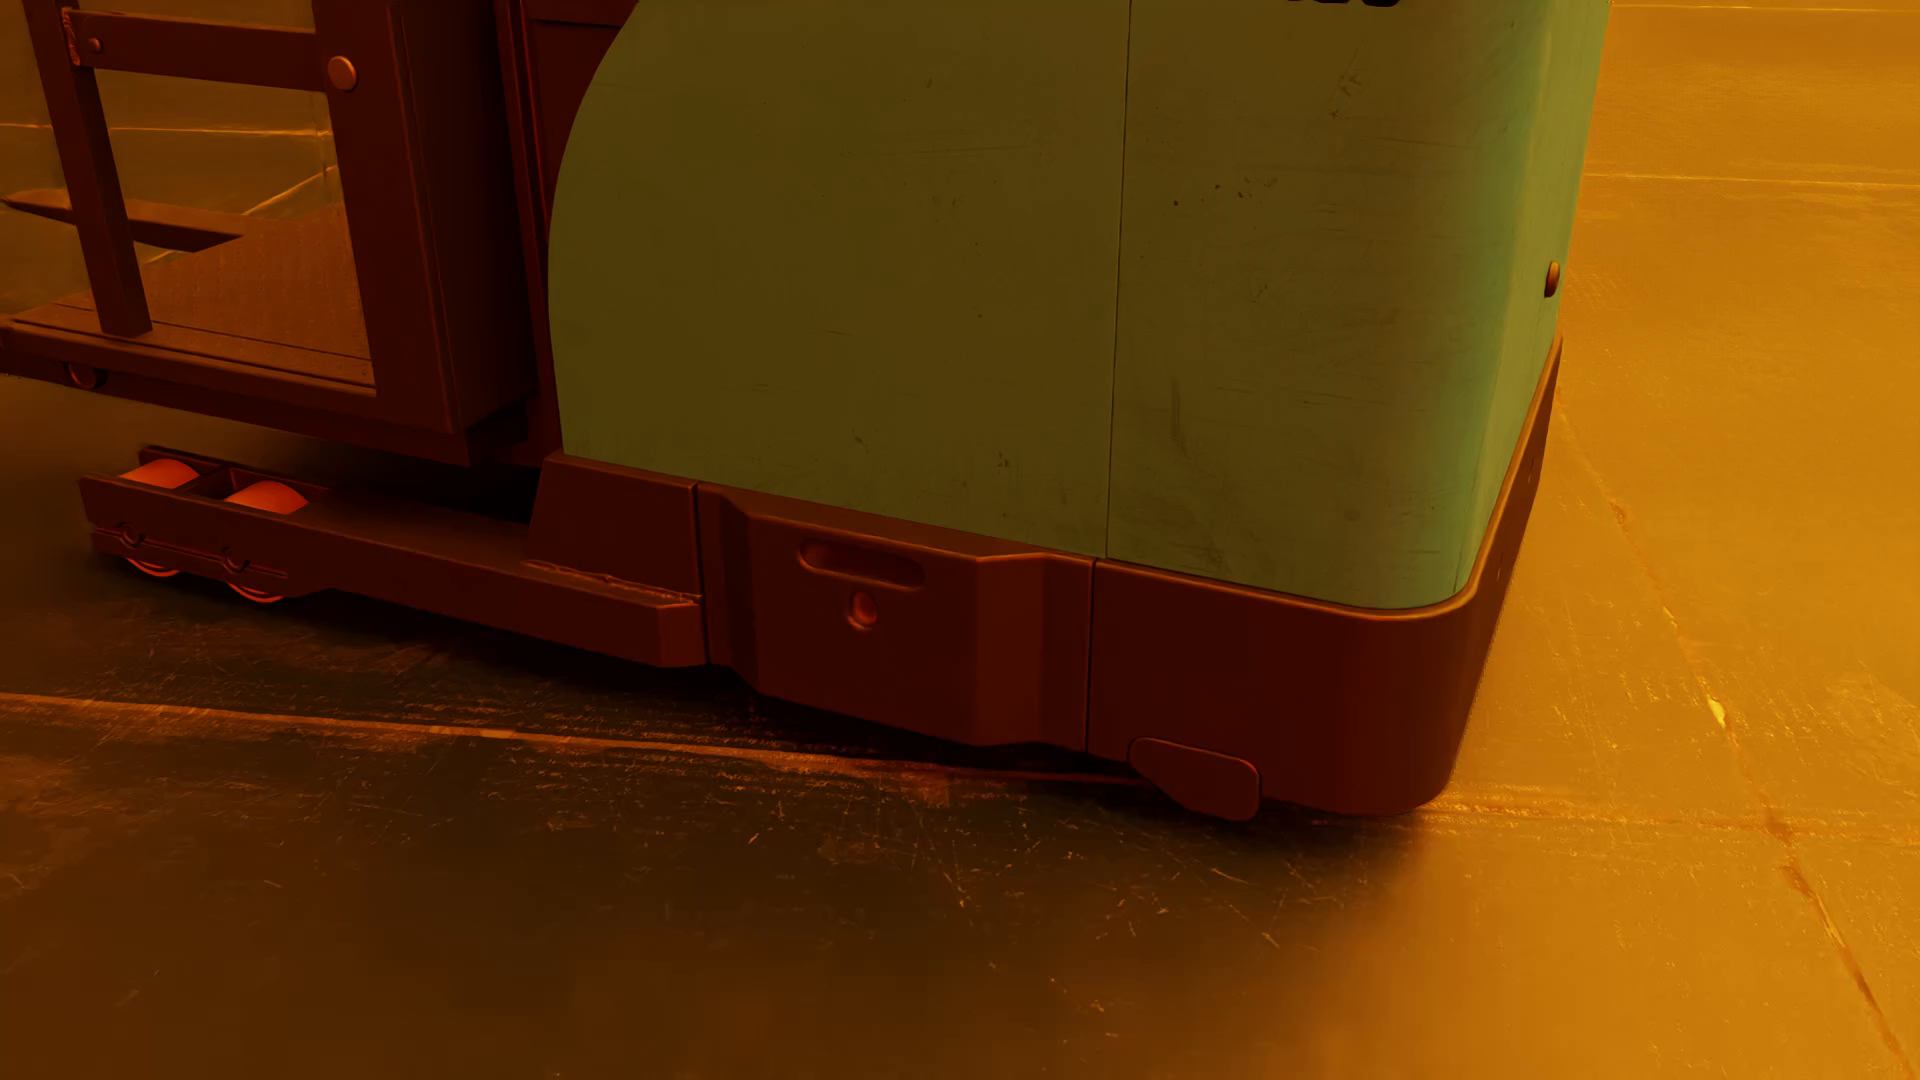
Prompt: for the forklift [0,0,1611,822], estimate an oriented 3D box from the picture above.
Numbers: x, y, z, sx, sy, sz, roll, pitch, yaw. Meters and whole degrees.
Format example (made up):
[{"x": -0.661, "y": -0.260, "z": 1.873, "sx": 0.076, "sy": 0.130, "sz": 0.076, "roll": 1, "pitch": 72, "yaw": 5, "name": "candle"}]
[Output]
[{"x": -0.689, "y": -1.426, "z": 2.076, "sx": 3.031, "sy": 2.935, "sz": 1.130, "roll": 11, "pitch": 29, "yaw": 21, "name": "forklift"}]
